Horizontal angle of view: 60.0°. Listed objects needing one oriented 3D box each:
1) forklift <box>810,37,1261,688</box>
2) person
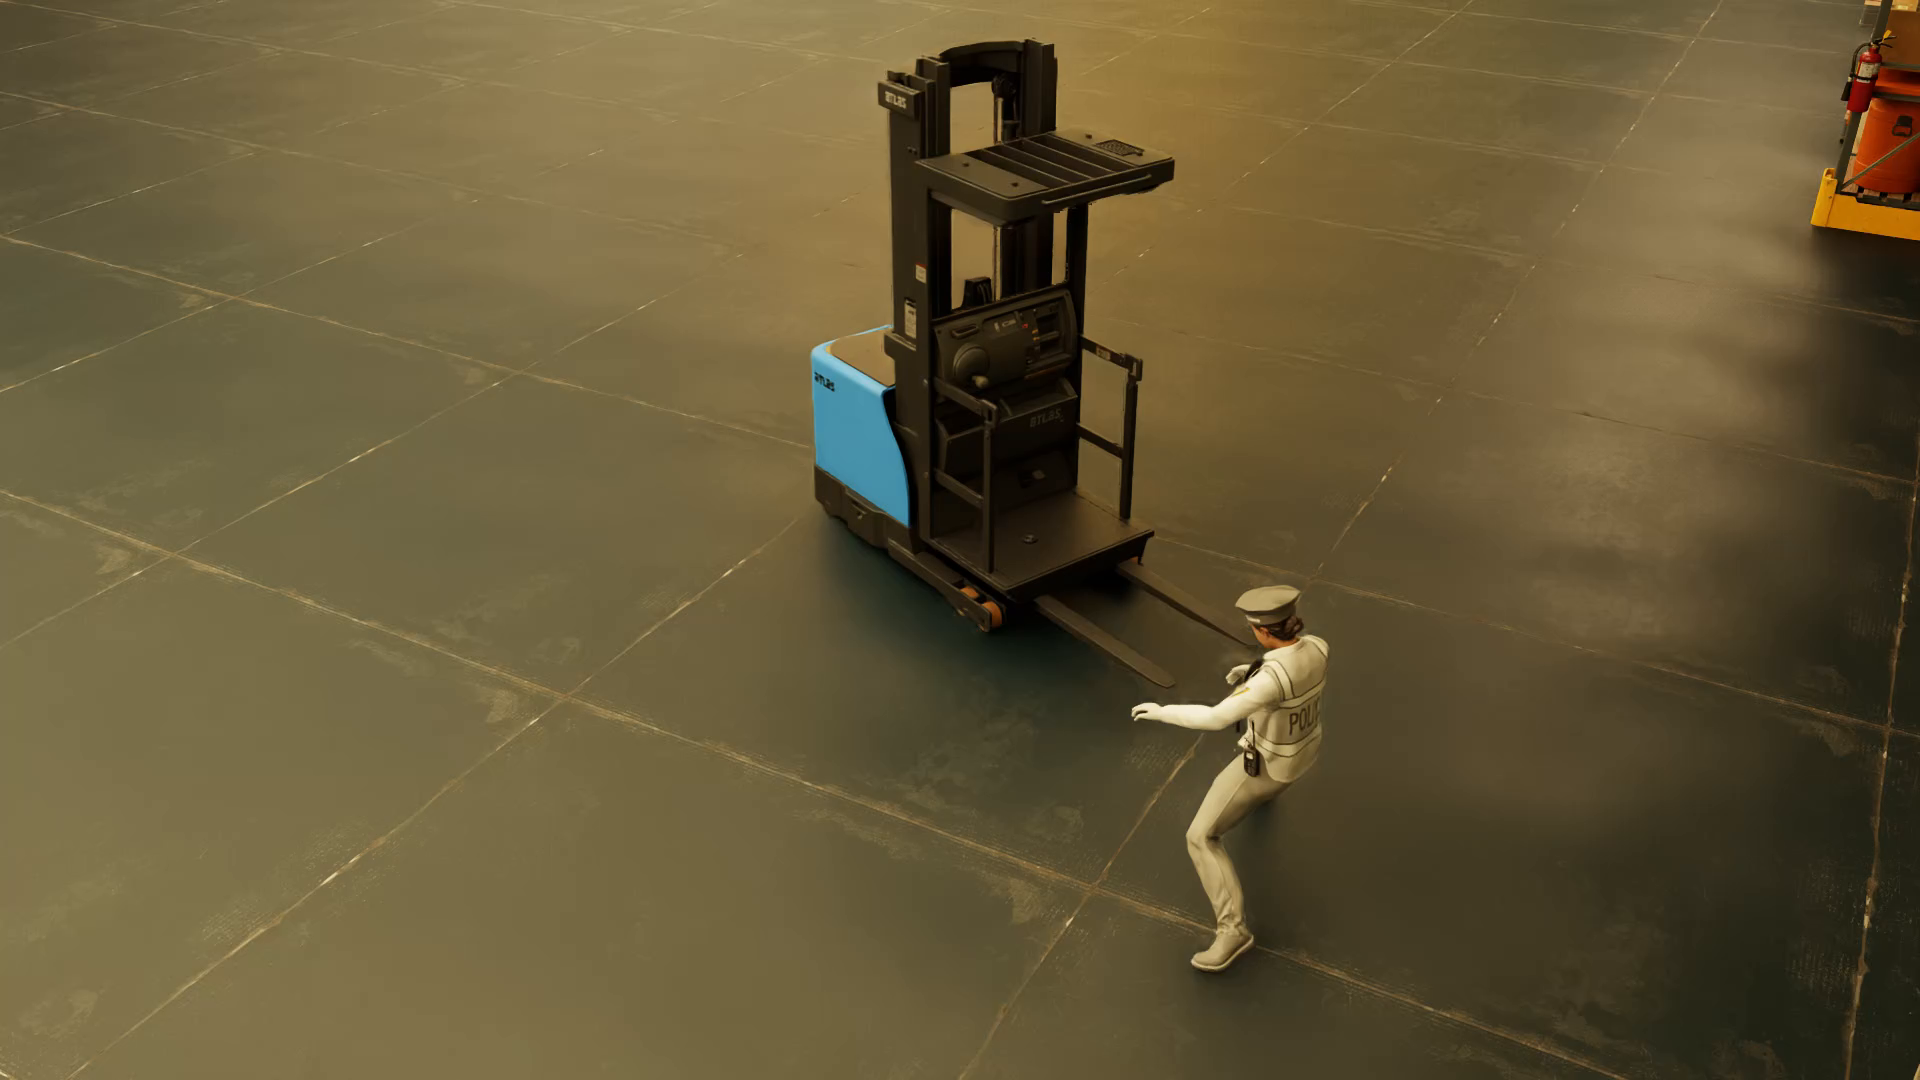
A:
[{"bbox_3d":[0.386,-1.044,8.880,1.130,2.935,3.031,-21,36,-31],"label":"forklift"},{"bbox_3d":[1.191,0.846,7.058,0.794,1.474,1.246,24,38,35],"label":"person"}]
